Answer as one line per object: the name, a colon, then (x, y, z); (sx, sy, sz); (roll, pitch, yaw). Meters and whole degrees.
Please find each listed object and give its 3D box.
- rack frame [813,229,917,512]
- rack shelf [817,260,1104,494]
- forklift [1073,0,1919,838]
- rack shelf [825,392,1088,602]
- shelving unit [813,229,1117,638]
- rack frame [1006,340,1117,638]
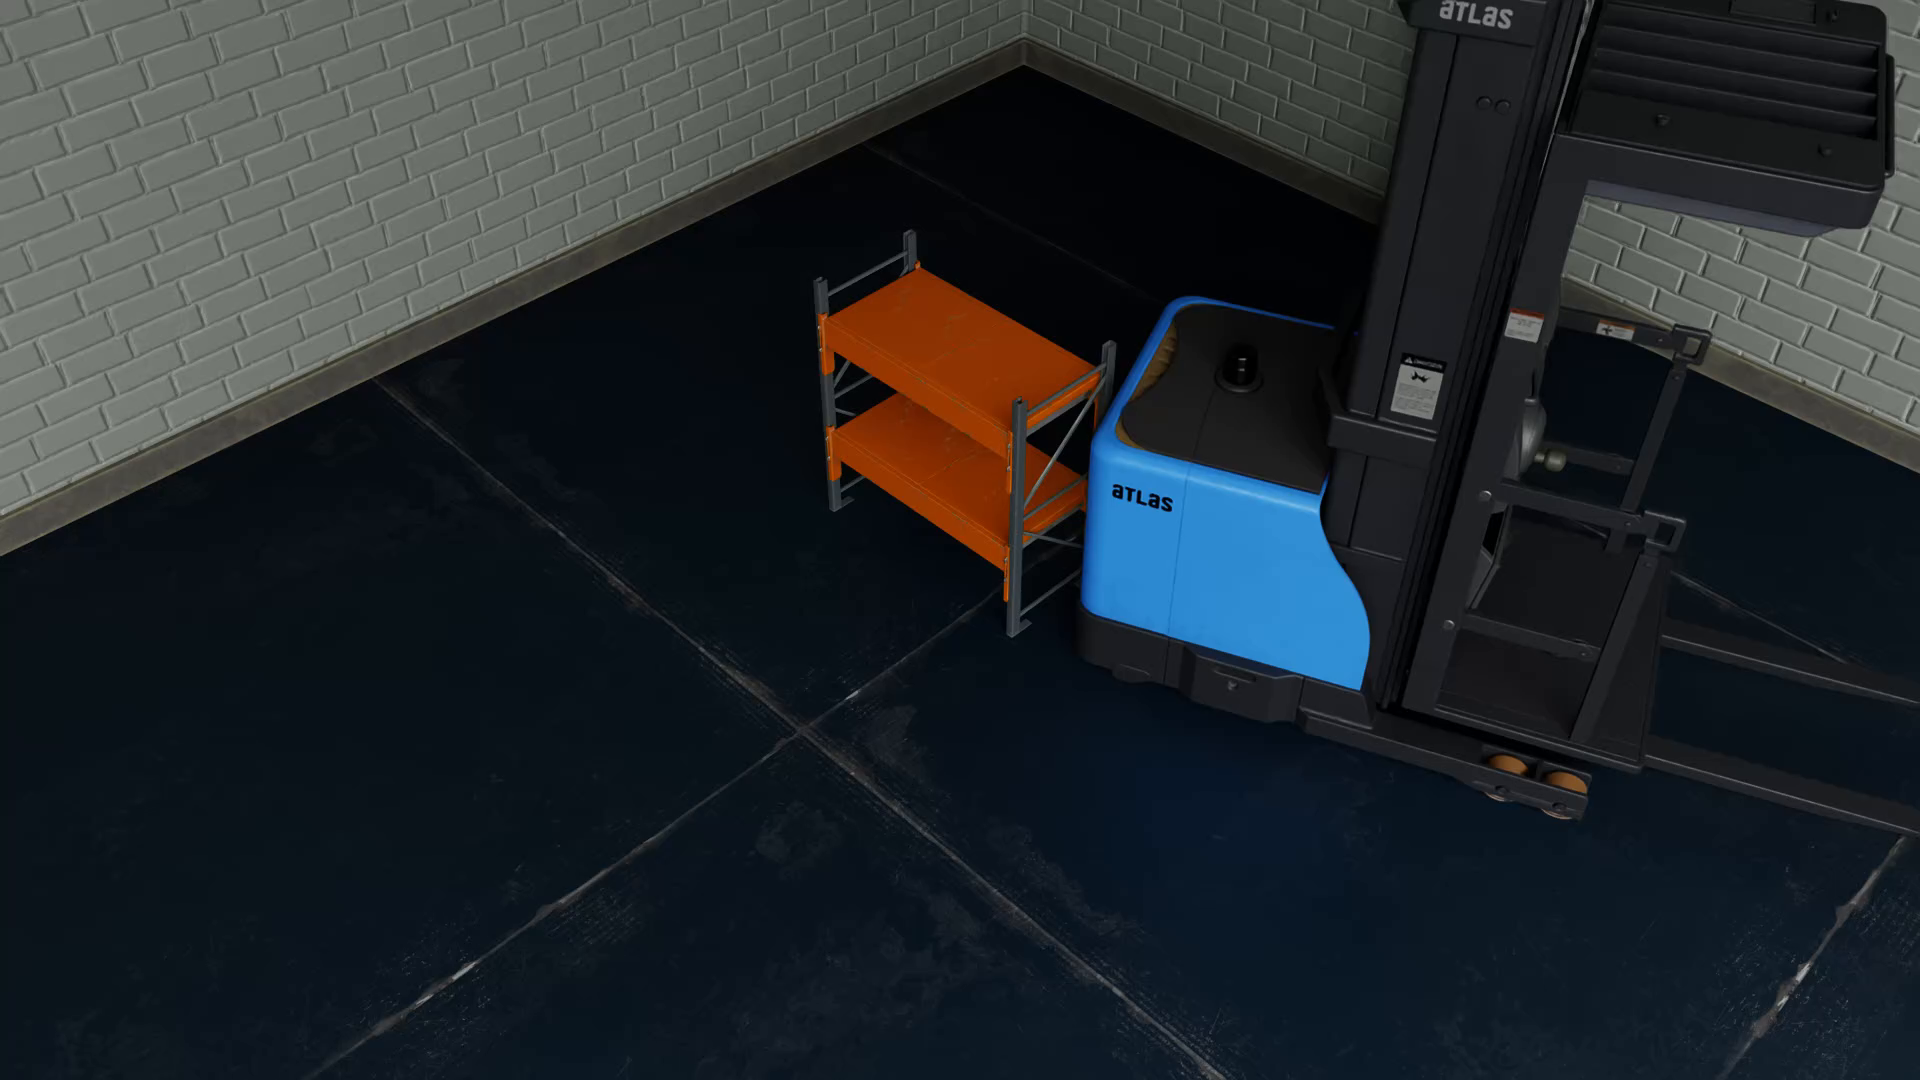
rack frame: (-0.354, -0.654, 6.629); (0.500, 1.125, 0.032); (-34, 53, -31)
rack shelf: (0.005, -0.625, 6.166); (0.538, 0.278, 1.000); (-34, 53, -31)
forklift: (1.991, -0.531, 5.165); (3.031, 2.935, 1.130); (16, 45, 16)
rack shelf: (0.005, -0.230, 6.531); (0.538, 0.278, 1.000); (-34, 53, -31)
shelving unit: (0.005, -0.410, 6.365); (0.538, 1.125, 1.048); (-34, 53, -31)
rack frame: (0.364, -0.166, 6.100); (0.500, 1.125, 0.032); (-34, 53, -31)
